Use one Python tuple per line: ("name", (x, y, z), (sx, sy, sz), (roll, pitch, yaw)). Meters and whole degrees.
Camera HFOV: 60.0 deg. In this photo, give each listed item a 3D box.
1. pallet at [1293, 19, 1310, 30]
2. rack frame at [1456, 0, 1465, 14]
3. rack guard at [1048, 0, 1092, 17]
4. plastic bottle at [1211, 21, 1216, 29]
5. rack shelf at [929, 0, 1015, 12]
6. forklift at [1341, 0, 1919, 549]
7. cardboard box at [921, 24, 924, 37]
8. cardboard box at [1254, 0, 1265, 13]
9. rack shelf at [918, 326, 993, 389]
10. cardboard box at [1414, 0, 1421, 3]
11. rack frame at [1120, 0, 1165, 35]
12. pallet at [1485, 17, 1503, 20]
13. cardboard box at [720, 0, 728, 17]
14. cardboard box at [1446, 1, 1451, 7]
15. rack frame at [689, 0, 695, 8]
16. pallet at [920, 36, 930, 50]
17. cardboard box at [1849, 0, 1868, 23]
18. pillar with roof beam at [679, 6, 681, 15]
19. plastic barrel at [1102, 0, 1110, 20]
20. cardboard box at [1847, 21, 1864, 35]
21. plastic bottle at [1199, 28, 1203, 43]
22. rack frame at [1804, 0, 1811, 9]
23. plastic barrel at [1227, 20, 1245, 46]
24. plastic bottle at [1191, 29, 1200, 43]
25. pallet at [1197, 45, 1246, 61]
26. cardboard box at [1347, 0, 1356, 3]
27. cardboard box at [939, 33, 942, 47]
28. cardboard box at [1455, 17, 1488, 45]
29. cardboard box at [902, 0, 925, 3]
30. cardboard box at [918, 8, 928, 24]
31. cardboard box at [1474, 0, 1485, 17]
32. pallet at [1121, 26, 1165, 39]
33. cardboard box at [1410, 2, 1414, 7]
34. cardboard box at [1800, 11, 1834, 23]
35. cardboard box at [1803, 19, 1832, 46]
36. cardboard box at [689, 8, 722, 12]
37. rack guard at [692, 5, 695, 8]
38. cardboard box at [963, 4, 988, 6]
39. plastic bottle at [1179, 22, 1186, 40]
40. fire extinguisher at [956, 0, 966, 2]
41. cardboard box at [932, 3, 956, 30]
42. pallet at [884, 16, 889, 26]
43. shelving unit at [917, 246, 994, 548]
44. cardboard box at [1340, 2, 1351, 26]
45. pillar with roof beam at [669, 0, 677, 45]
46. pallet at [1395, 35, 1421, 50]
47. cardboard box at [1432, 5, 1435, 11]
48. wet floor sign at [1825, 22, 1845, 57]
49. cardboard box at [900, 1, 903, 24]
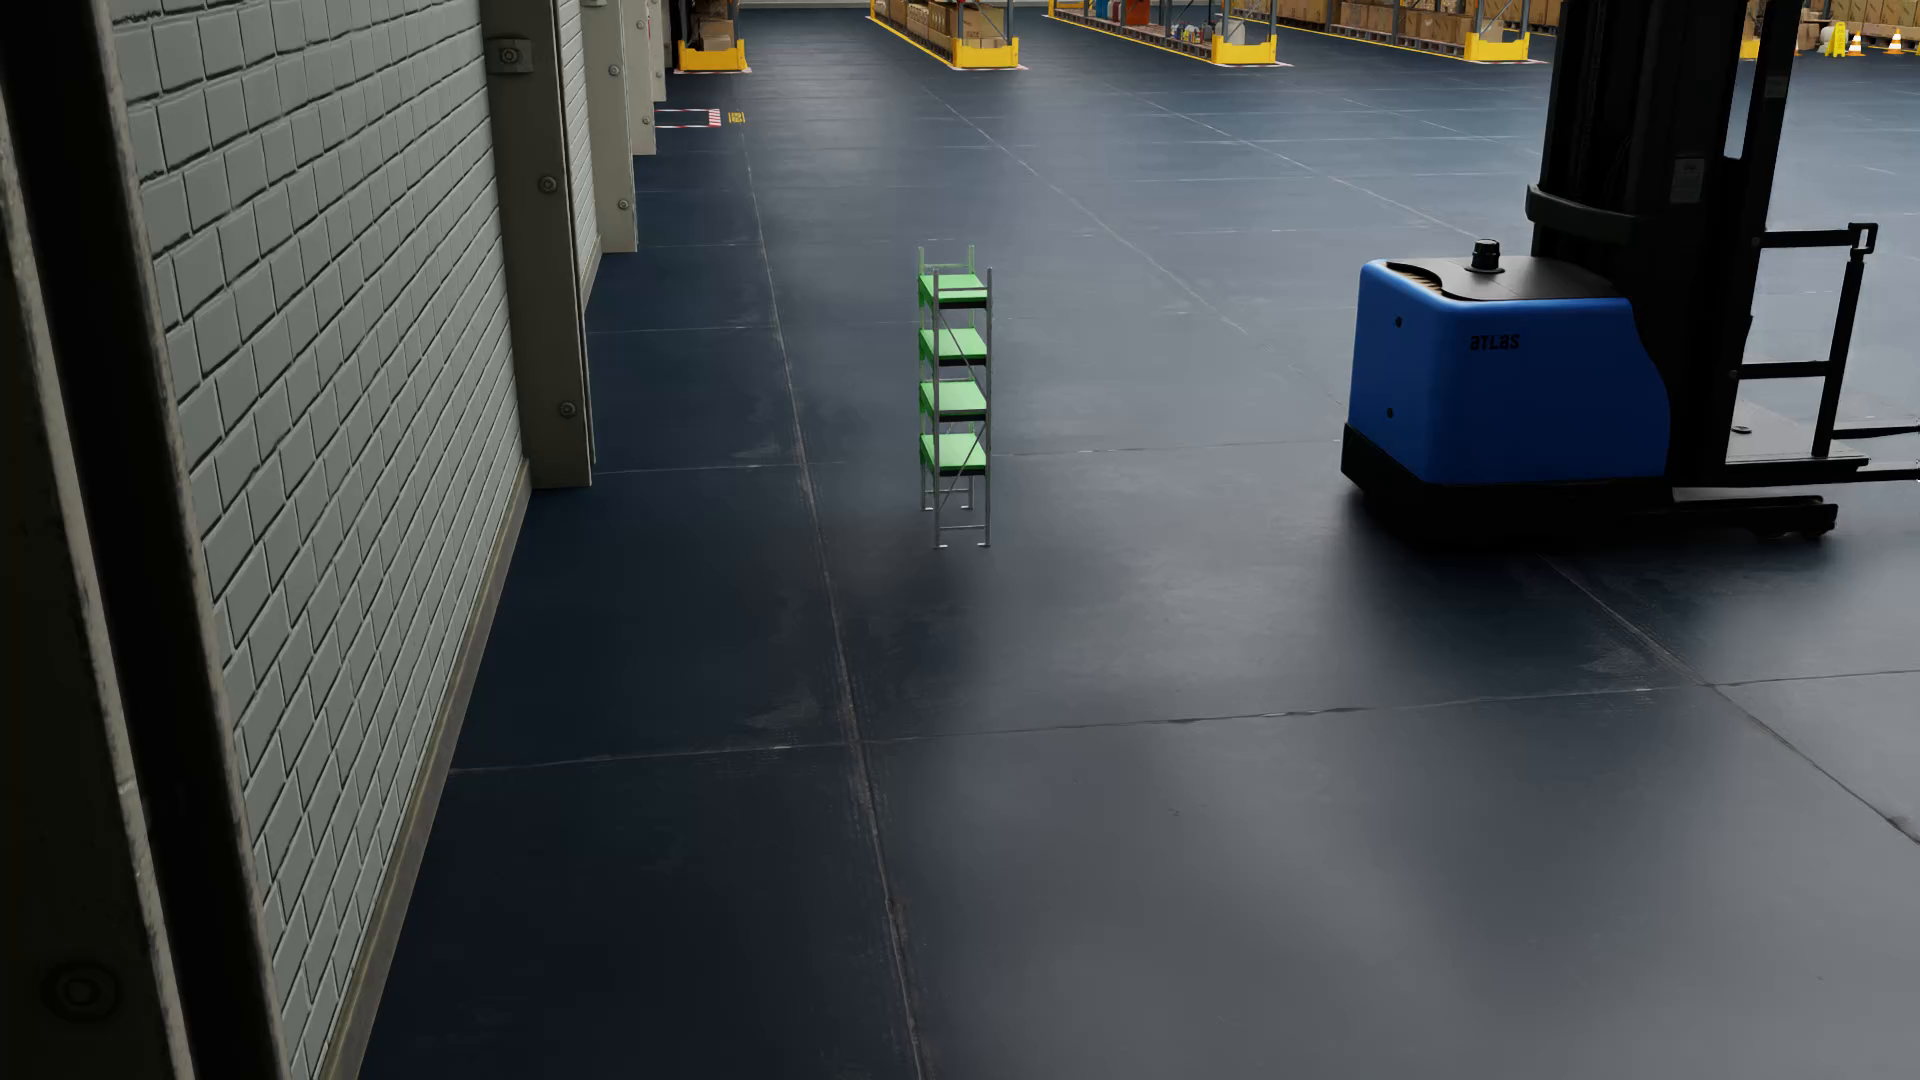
("pallet", (8.901, -12.745, 41.037), (1.003, 0.211, 1.213), (-3, 21, -8))
("rack frame", (13.458, -14.953, 42.964), (1.000, 3.000, 0.127), (-3, 21, -8))
("rack guard", (3.042, -14.709, 45.885), (1.175, 0.500, 0.348), (-3, 21, -8))
("plastic bottle", (5.193, -10.408, 33.953), (0.144, 0.351, 0.185), (-4, 21, -10))
("rack shelf", (0.174, -10.440, 31.909), (1.077, 0.370, 4.000), (-3, 21, -8))
("forklift", (3.366, -1.555, 7.190), (3.031, 2.935, 1.130), (-3, 21, -8))
("cardboard box", (-0.532, -10.682, 34.859), (0.500, 0.250, 0.500), (-3, 21, -9))
("cardboard box", (8.390, -14.483, 44.143), (0.875, 0.875, 0.875), (-3, 21, -8))
("rack shelf", (-0.024, -0.784, 7.098), (0.258, 0.148, 0.480), (-3, 21, -8))
("cardboard box", (12.739, -14.872, 45.796), (0.380, 0.149, 0.250), (-2, 21, -6))
("rack frame", (4.211, -13.103, 38.011), (1.000, 3.000, 0.127), (-3, 21, -8))
("pallet", (13.751, -12.954, 41.597), (1.003, 0.211, 1.213), (-3, 21, -8))
("cardboard box", (-5.569, -12.054, 37.675), (0.750, 0.750, 0.750), (-3, 21, -8))
("cardboard box", (13.047, -14.139, 43.835), (0.380, 0.149, 0.250), (-4, 21, -10))
("rack frame", (-6.169, -13.988, 40.381), (1.000, 3.000, 0.127), (-3, 21, -8))
("pallet", (-0.259, -10.416, 34.803), (1.003, 0.211, 1.213), (-3, 21, -8))
("cardboard box", (19.402, -11.325, 35.508), (0.500, 0.500, 0.500), (-2, 21, -6))
("pillar with roof beam", (-3.731, -19.292, 46.007), (9.100, 9.000, 0.400), (-3, 21, -8))
("plastic barrel", (3.798, -13.267, 40.849), (0.600, 0.901, 0.708), (-3, 21, -8))
("cardboard box", (19.401, -10.974, 35.641), (0.500, 0.250, 0.500), (-2, 21, -5))
("plastic bottle", (4.762, -9.975, 32.889), (0.061, 0.283, 0.133), (-3, 21, -8))
("rack frame", (23.254, -15.489, 44.400), (1.000, 3.000, 0.127), (-3, 21, -8))
("plastic barrel", (5.194, -9.588, 31.556), (0.421, 0.512, 0.421), (0, 20, 0))
("plastic bottle", (4.657, -9.966, 32.875), (0.152, 0.276, 0.135), (-3, 21, -7))
("pallet", (5.195, -9.332, 31.901), (1.003, 0.211, 1.213), (-3, 21, -8))
("cardboard box", (9.239, -12.509, 38.292), (0.500, 0.250, 0.500), (-2, 21, -6))
("cardboard box", (-0.136, -9.683, 32.183), (0.500, 0.250, 0.500), (-3, 21, -8))
("cardboard box", (10.072, -10.031, 32.758), (0.500, 0.500, 0.500), (2, 21, 6))
("cardboard box", (-1.070, -12.572, 38.461), (0.500, 0.250, 0.500), (-2, 21, -6))
("cardboard box", (-0.607, -11.119, 35.228), (0.500, 0.311, 0.500), (-3, 21, -8))
("cardboard box", (13.381, -13.526, 42.117), (0.500, 0.500, 0.500), (-2, 21, -5))
("pallet", (4.284, -11.526, 37.775), (1.003, 0.211, 1.213), (-3, 21, -8))
("cardboard box", (12.759, -14.915, 46.337), (0.380, 0.149, 0.250), (-3, 21, -8))
("cardboard box", (19.417, -11.615, 37.182), (0.950, 0.372, 0.625), (-3, 21, -7))
("cardboard box", (18.303, -10.858, 35.570), (0.500, 0.500, 0.500), (12, 24, 30))
("cardboard box", (-5.478, -11.207, 35.880), (0.700, 0.500, 0.500), (-3, 21, -8))
("rack guard", (-6.749, -14.210, 44.549), (1.175, 0.500, 0.348), (-3, 21, -8))
("cardboard box", (0.305, -10.233, 32.585), (0.500, 0.500, 0.500), (-3, 21, -8))
("plastic bottle", (4.521, -10.317, 33.710), (0.144, 0.351, 0.185), (-4, 21, -10))
("fire extinguisher", (0.020, -9.984, 29.771), (0.296, 0.674, 0.183), (-3, 21, -8))
("cardboard box", (-0.278, -10.380, 32.979), (0.500, 0.500, 0.500), (-3, 21, -8))
("pallet", (-1.366, -13.171, 42.178), (1.003, 0.211, 1.213), (-3, 21, -8))
("shelving unit", (-0.024, -0.619, 7.160), (0.258, 1.200, 0.503), (-3, 21, -8))
("cardboard box", (9.229, -12.157, 38.422), (0.700, 0.500, 0.500), (-4, 21, -11))
("pillar with roof beam", (-2.001, -15.137, 34.883), (9.100, 9.000, 0.400), (-3, 21, -8))
("pallet", (9.821, -10.431, 34.842), (1.003, 0.211, 1.213), (-3, 21, -8))
("cardboard box", (12.916, -14.291, 44.666), (0.380, 0.149, 0.250), (-3, 21, -8))
("wet floor sign", (17.152, -9.785, 32.492), (0.267, 0.644, 0.232), (-7, 21, -17))
("cardboard box", (-1.132, -12.381, 39.021), (0.500, 0.500, 0.500), (-4, 21, -10))
